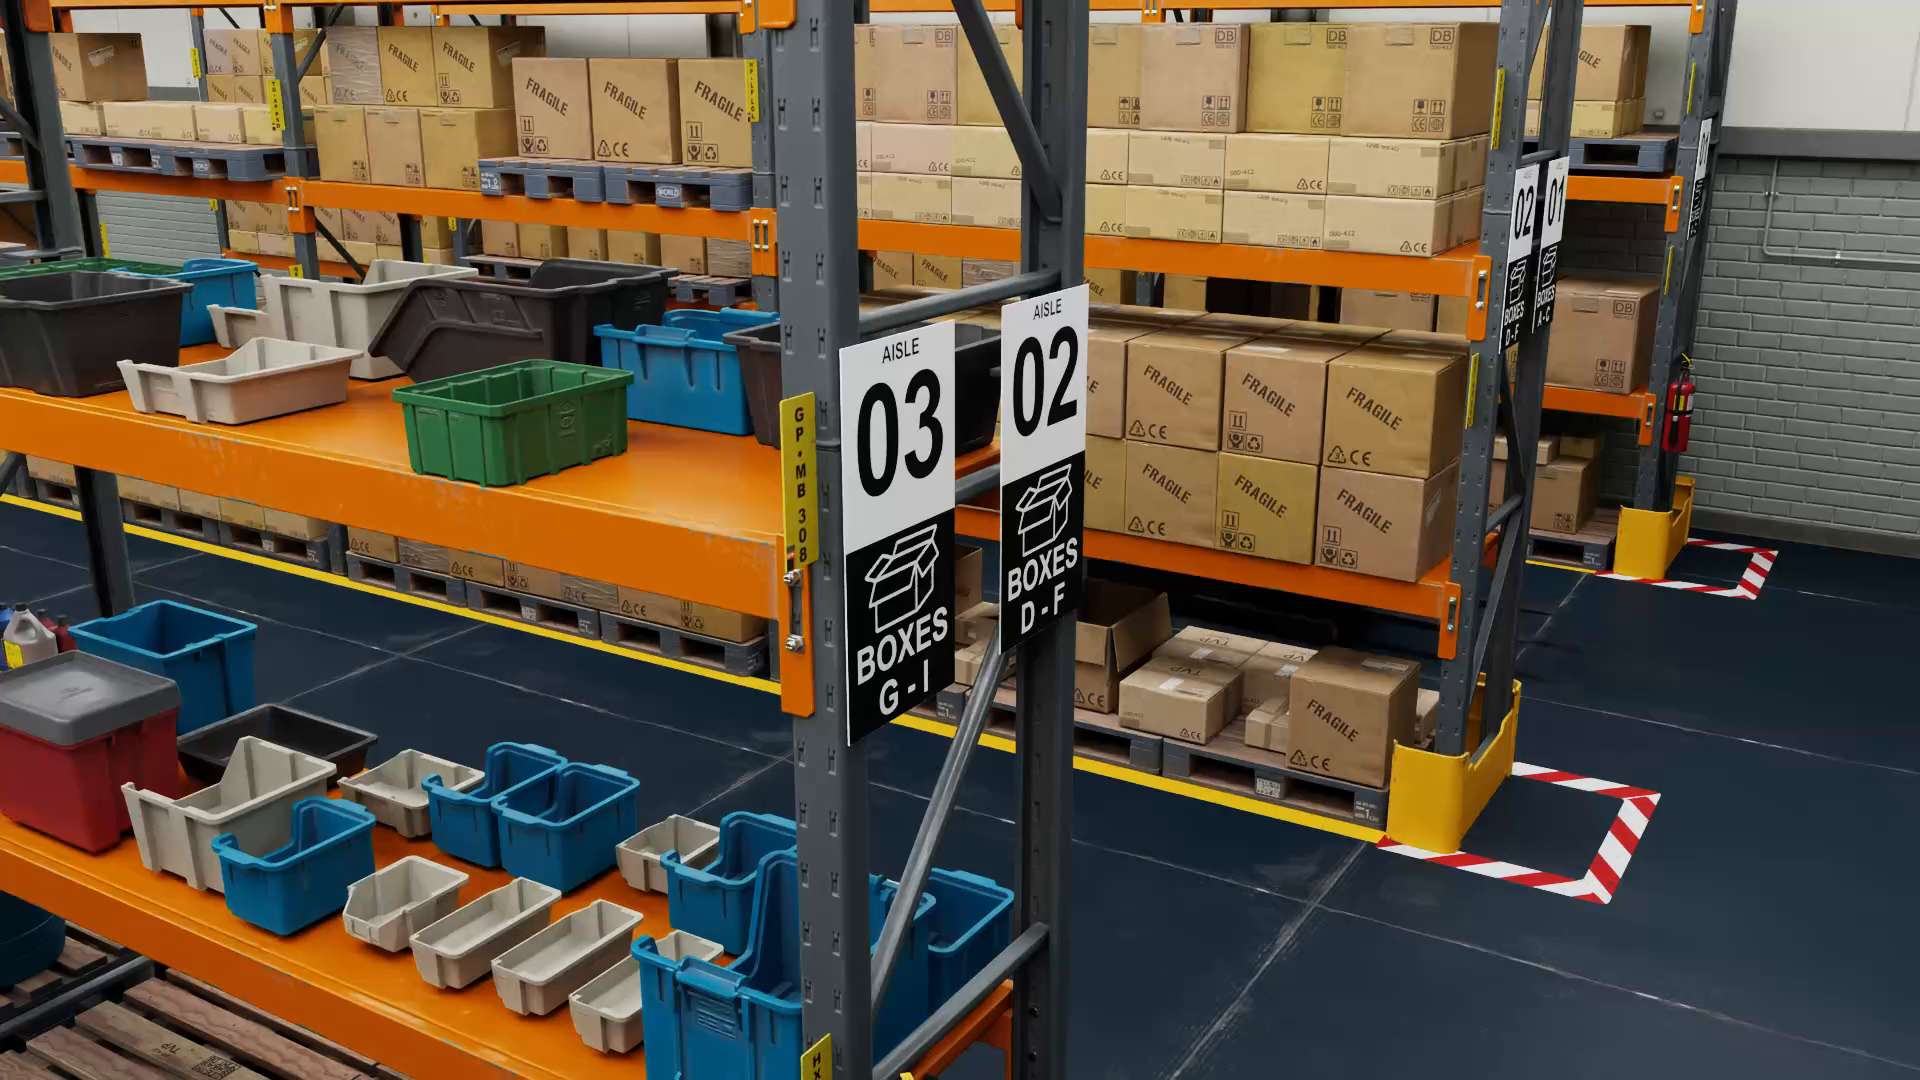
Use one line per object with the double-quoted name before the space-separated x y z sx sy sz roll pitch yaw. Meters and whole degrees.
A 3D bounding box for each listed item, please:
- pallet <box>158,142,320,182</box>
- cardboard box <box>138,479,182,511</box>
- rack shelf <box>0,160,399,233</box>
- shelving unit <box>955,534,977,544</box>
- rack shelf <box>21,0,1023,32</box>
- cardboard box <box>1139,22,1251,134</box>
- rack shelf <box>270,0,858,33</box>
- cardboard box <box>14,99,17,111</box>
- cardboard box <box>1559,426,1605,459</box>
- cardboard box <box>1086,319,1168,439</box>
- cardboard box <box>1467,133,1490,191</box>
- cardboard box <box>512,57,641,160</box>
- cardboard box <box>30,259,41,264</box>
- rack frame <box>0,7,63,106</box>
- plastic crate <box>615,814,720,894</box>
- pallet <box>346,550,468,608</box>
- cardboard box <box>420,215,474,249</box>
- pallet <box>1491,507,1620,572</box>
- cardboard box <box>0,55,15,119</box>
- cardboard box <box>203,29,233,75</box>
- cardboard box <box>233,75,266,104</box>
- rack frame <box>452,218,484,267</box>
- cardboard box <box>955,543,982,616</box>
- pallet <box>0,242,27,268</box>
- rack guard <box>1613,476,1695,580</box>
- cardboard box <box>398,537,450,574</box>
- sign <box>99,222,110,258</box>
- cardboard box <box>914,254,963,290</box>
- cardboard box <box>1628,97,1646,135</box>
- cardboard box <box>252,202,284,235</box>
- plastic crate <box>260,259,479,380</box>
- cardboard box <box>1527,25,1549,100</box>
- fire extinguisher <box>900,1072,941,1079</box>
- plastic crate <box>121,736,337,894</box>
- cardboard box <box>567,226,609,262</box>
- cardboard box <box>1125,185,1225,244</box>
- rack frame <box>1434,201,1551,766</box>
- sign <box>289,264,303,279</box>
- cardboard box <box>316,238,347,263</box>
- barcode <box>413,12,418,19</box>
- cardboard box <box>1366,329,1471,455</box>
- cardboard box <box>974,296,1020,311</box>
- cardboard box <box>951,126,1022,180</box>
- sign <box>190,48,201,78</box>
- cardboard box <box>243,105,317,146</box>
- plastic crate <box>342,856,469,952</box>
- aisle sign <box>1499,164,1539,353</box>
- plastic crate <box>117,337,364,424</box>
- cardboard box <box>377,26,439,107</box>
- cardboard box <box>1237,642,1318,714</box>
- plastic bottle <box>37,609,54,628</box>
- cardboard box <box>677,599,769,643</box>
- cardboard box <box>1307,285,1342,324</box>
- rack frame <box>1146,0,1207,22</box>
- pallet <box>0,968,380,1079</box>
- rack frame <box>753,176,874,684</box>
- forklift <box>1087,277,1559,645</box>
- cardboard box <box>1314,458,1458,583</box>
"pallet" -4.870 -2.729 11.869 1.003 0.211 1.213 11 20 33
"cardboard box" -6.129 -0.441 13.179 0.500 0.250 0.500 11 20 31
"rack shelf" -5.949 -2.699 12.681 4.000 0.370 1.077 10 20 30
"shelving unit" -0.012 -0.576 12.714 0.189 1.200 0.258 10 20 30
"rack shelf" -1.728 -1.499 4.260 4.000 0.370 1.077 10 20 30
"cardboard box" 1.262 -2.269 8.136 0.500 0.500 0.700 10 20 30
"rack shelf" -2.541 -3.334 10.300 4.000 0.370 1.077 10 20 30
"cardboard box" -7.134 -3.380 13.222 0.500 0.250 0.500 13 21 36
"cardboard box" 4.723 -0.741 12.623 0.250 0.149 0.380 10 20 30
"cardboard box" 0.736 -0.845 8.609 0.500 0.500 0.500 11 20 32
"cardboard box" 2.270 -1.832 7.988 0.500 0.250 0.500 10 20 30
"cardboard box" -2.365 -2.724 10.460 0.600 0.600 0.600 9 19 28
"cardboard box" -7.781 -2.359 14.198 0.250 0.149 0.380 10 20 30
"rack frame" -7.654 -4.782 13.142 0.127 3.000 1.000 10 20 30
"plastic crate" -0.870 0.946 4.958 0.298 0.136 0.250 10 20 30
"pallet" -3.629 0.154 12.012 1.213 0.211 1.003 10 20 30
"cardboard box" -5.629 -3.431 17.949 0.500 0.500 0.500 10 20 30
"pallet" 4.439 -0.082 12.788 1.213 0.211 1.003 10 20 30
"cardboard box" -7.945 -3.805 13.949 0.500 0.500 0.500 12 21 35
"cardboard box" -8.272 -5.600 19.068 0.500 0.500 0.500 9 19 26
"cardboard box" -7.880 -5.037 18.935 0.500 0.500 0.500 12 20 34
"rack frame" -5.064 -3.139 18.055 0.127 3.000 1.000 10 20 30
"cardboard box" -0.203 0.307 10.253 0.500 0.500 0.500 10 20 30
"pallet" -4.151 -0.909 5.876 1.003 0.211 1.213 10 20 30
"rack guard" 5.182 -0.114 12.397 0.348 0.500 1.175 10 20 30
"cardboard box" -3.558 -0.100 11.592 0.500 0.500 0.500 9 19 28
"sign" -7.378 -2.564 14.305 0.005 0.325 0.100 10 20 30
"cardboard box" -0.064 -2.358 14.766 0.500 0.500 0.500 11 20 32
"cardboard box" 4.667 -3.098 12.122 0.500 0.250 0.500 11 20 33
"cardboard box" -7.807 -3.820 19.228 0.500 0.500 0.500 10 20 30
"plastic crate" -1.751 -0.652 4.911 0.530 0.282 0.437 10 20 30
"cardboard box" 3.974 -3.408 11.851 0.500 0.500 0.500 11 20 32
"fire extinguisher" -0.133 1.491 3.588 0.183 0.674 0.296 10 20 30
"plastic crate" -2.227 0.837 5.065 0.530 0.282 0.437 10 20 30
"cardboard box" -3.599 -3.132 17.104 0.500 0.500 0.700 13 21 38
"cardboard box" 1.143 -1.614 8.132 0.500 0.250 0.500 10 20 30
"rack frame" 2.572 -0.086 8.005 0.127 3.000 1.000 10 20 30
"sign" -4.533 -1.719 11.389 0.005 0.325 0.100 10 20 30
"cardboard box" -6.913 -3.301 18.810 0.500 0.250 0.500 10 20 31
"barcode" -6.024 -5.801 18.389 0.075 0.075 0.001 10 20 30
"cardboard box" 2.332 -0.746 8.282 0.500 0.500 0.500 11 20 32
"cardboard box" 0.168 -1.131 9.552 0.500 0.500 0.500 10 19 29
"cardboard box" 0.295 -2.008 8.566 0.500 0.250 0.500 10 20 30
"sign" -8.757 -5.467 19.052 0.005 0.325 0.100 10 20 30
"cardboard box" -4.661 -2.923 11.717 0.500 0.250 0.500 9 19 26
"plastic crate" -1.565 1.034 4.668 0.250 0.136 0.298 10 20 30
"aisle sign" 2.470 -1.244 7.343 0.004 0.787 0.394 10 20 30
"plastic crate" -1.914 -0.422 4.403 0.530 0.136 0.437 10 20 30
"cardboard box" -3.442 -3.119 10.936 0.500 0.500 0.500 10 20 30
"cardboard box" 1.831 0.790 9.095 0.500 0.250 0.500 10 20 30
"plastic bottle" -3.635 0.405 6.586 0.133 0.283 0.061 10 20 30
"cardboard box" -1.407 0.287 10.321 0.500 0.500 0.500 10 20 30
"cardboard box" 2.825 -1.867 13.350 0.700 0.700 0.980 10 19 29
"rack frame" 1.753 -4.793 13.177 0.127 3.000 1.000 10 20 30
"pallet" -2.785 1.968 6.040 1.213 0.211 1.003 10 20 30
"rack frame" -0.837 -0.695 10.008 0.127 3.000 1.000 10 20 30
"forklift" 2.388 -0.903 10.810 3.031 2.935 1.130 11 20 33
"cardboard box" 2.048 -0.135 7.993 0.500 0.500 0.500 11 20 32
